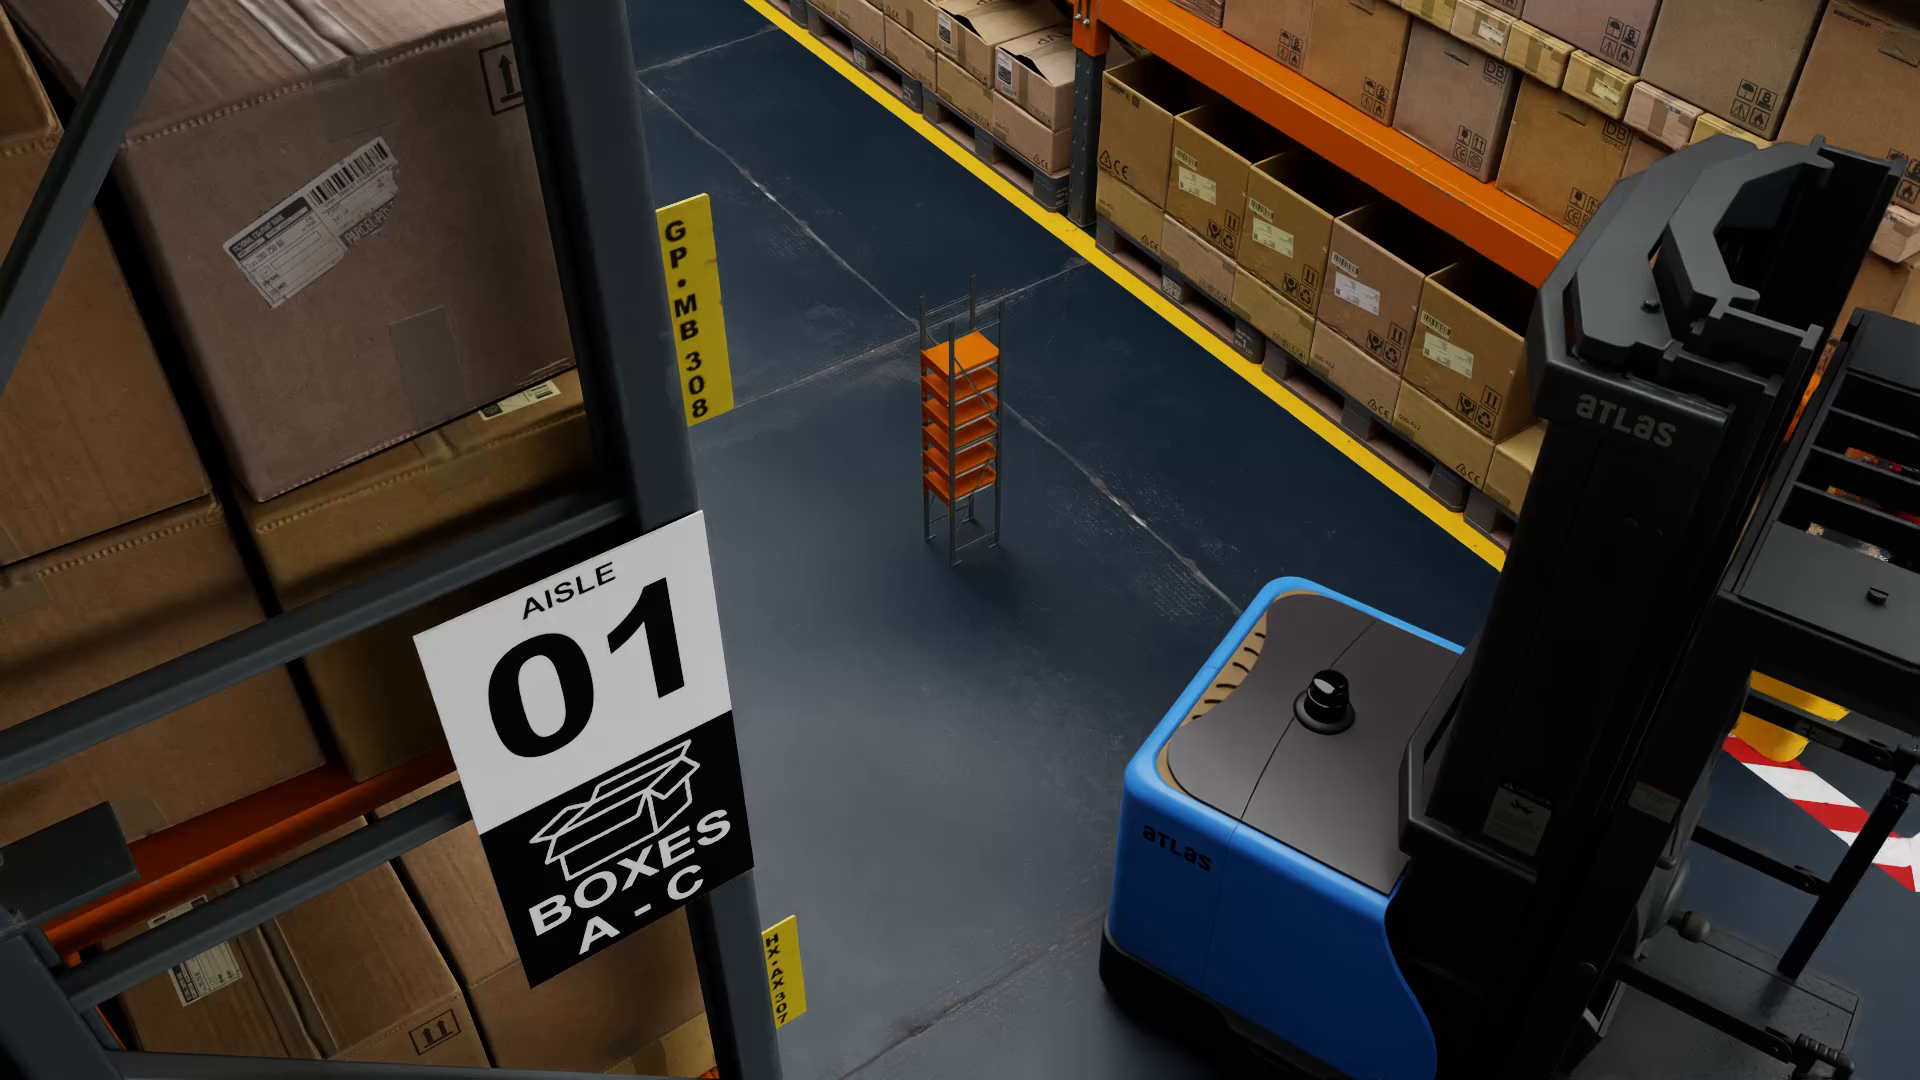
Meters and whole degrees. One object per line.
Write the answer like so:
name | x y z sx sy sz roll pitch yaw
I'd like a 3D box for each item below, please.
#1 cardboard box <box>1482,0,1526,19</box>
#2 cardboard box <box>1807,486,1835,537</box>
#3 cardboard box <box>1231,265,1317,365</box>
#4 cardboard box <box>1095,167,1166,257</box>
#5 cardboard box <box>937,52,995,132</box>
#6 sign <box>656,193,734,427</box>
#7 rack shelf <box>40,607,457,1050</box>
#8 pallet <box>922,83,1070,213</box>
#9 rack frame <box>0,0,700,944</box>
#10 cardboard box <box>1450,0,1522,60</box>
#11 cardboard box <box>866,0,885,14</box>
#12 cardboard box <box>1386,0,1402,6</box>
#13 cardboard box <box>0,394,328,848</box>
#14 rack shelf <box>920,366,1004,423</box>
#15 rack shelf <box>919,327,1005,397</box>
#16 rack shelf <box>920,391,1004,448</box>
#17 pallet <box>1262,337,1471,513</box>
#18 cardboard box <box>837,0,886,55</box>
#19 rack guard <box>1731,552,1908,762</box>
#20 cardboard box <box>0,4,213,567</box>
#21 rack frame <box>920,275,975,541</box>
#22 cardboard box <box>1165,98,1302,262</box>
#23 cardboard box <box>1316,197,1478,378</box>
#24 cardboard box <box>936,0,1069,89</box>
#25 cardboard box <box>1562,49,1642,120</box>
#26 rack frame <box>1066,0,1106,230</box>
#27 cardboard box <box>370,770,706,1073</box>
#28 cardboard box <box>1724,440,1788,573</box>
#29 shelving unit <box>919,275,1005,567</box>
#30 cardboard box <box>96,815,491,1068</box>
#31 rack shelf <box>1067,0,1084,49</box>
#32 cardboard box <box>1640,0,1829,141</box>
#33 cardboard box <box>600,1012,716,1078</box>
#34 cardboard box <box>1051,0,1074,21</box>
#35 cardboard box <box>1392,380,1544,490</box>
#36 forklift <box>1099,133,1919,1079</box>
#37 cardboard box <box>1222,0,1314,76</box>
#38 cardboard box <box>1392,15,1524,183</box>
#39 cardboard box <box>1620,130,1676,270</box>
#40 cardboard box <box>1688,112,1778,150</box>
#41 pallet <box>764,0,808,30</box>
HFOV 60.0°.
cardboard box | 2.109 -2.286 5.960 0.700 0.500 0.500 -26 49 -24
cardboard box | 3.152 -0.165 6.438 0.500 0.250 0.500 -26 49 -24
cardboard box | 1.569 -1.086 7.403 0.500 0.250 0.500 -26 49 -24
cardboard box | 1.005 -1.657 8.000 0.500 0.250 0.500 -26 49 -24
cardboard box | 0.225 -2.447 8.828 0.500 0.250 0.500 -26 50 -25
sign | -0.339 -0.273 2.058 0.100 0.325 0.005 -26 49 -24
rack shelf | -1.928 -0.615 3.571 1.077 0.370 4.000 -26 49 -24
pallet | 0.535 -2.275 8.980 1.003 0.211 1.213 -26 49 -24
rack frame | -0.784 -0.827 1.100 1.000 3.000 0.127 -26 49 -24
cardboard box | 2.013 -1.906 6.032 0.380 0.149 0.250 -26 50 -25
cardboard box | -0.349 -3.220 9.232 0.500 0.311 0.500 -26 50 -25
cardboard box | 1.724 -2.196 6.336 0.380 0.149 0.250 -27 50 -26
cardboard box | -1.231 0.078 2.237 0.500 0.500 0.500 -22 48 -22
rack shelf | 0.008 -0.567 6.192 0.258 0.103 0.180 -26 49 -24
rack shelf | 0.008 -0.654 6.109 0.258 0.103 0.180 -26 49 -24
rack shelf | 0.008 -0.480 6.275 0.258 0.103 0.180 -26 49 -24
pallet | 2.111 -0.715 7.346 1.003 0.211 1.213 -26 49 -24
cardboard box | -0.358 -3.025 9.434 0.500 0.250 0.500 -25 49 -24
rack guard | 3.290 0.301 6.072 1.175 0.500 0.348 -26 49 -24
cardboard box | -1.245 -0.288 1.897 0.500 0.500 0.500 -24 48 -23
rack frame | -0.044 -0.478 6.381 0.240 1.200 0.006 -26 49 -24
cardboard box | 1.289 -1.644 7.444 0.500 0.500 0.500 -26 49 -24
cardboard box | 1.857 -1.075 6.848 0.500 0.500 0.500 -26 49 -24
cardboard box | 0.219 -2.650 8.635 0.500 0.311 0.500 -24 49 -23
cardboard box | 2.312 -1.613 5.725 0.380 0.149 0.250 -24 49 -23
rack frame | 0.988 -2.882 7.597 1.000 3.000 0.127 -26 49 -24
cardboard box | -0.811 0.729 3.365 0.500 0.500 0.500 -26 49 -24
cardboard box | 2.726 -0.231 5.964 0.500 0.500 0.500 -26 49 -24
shelving unit | 0.008 -0.426 6.327 0.258 1.200 0.189 -26 49 -24
cardboard box | -1.228 0.935 3.149 0.500 0.500 0.500 -26 50 -25
rack shelf | -0.156 -3.754 9.031 1.077 0.370 4.000 -26 49 -24
cardboard box | 2.684 -1.717 5.364 0.700 0.500 0.500 -27 50 -25
cardboard box | -0.803 0.988 3.637 0.500 0.250 0.500 -27 50 -26
cardboard box | 0.674 -2.860 8.855 0.500 0.311 0.500 -26 50 -25
cardboard box | 2.144 -0.522 6.811 0.500 0.250 0.500 -26 49 -24
forklift | 1.943 0.650 3.947 3.031 2.935 1.130 25 49 24
cardboard box | 1.554 -2.373 6.991 0.700 0.500 0.500 -26 50 -25
cardboard box | 2.132 -1.798 6.388 0.700 0.500 0.500 -24 49 -23
cardboard box | 2.716 -1.218 5.781 0.700 0.500 0.500 -24 49 -23
cardboard box | 2.605 -1.321 5.419 0.380 0.149 0.250 -26 50 -25
pallet | -0.861 -3.657 10.428 1.003 0.211 1.213 -26 49 -24
